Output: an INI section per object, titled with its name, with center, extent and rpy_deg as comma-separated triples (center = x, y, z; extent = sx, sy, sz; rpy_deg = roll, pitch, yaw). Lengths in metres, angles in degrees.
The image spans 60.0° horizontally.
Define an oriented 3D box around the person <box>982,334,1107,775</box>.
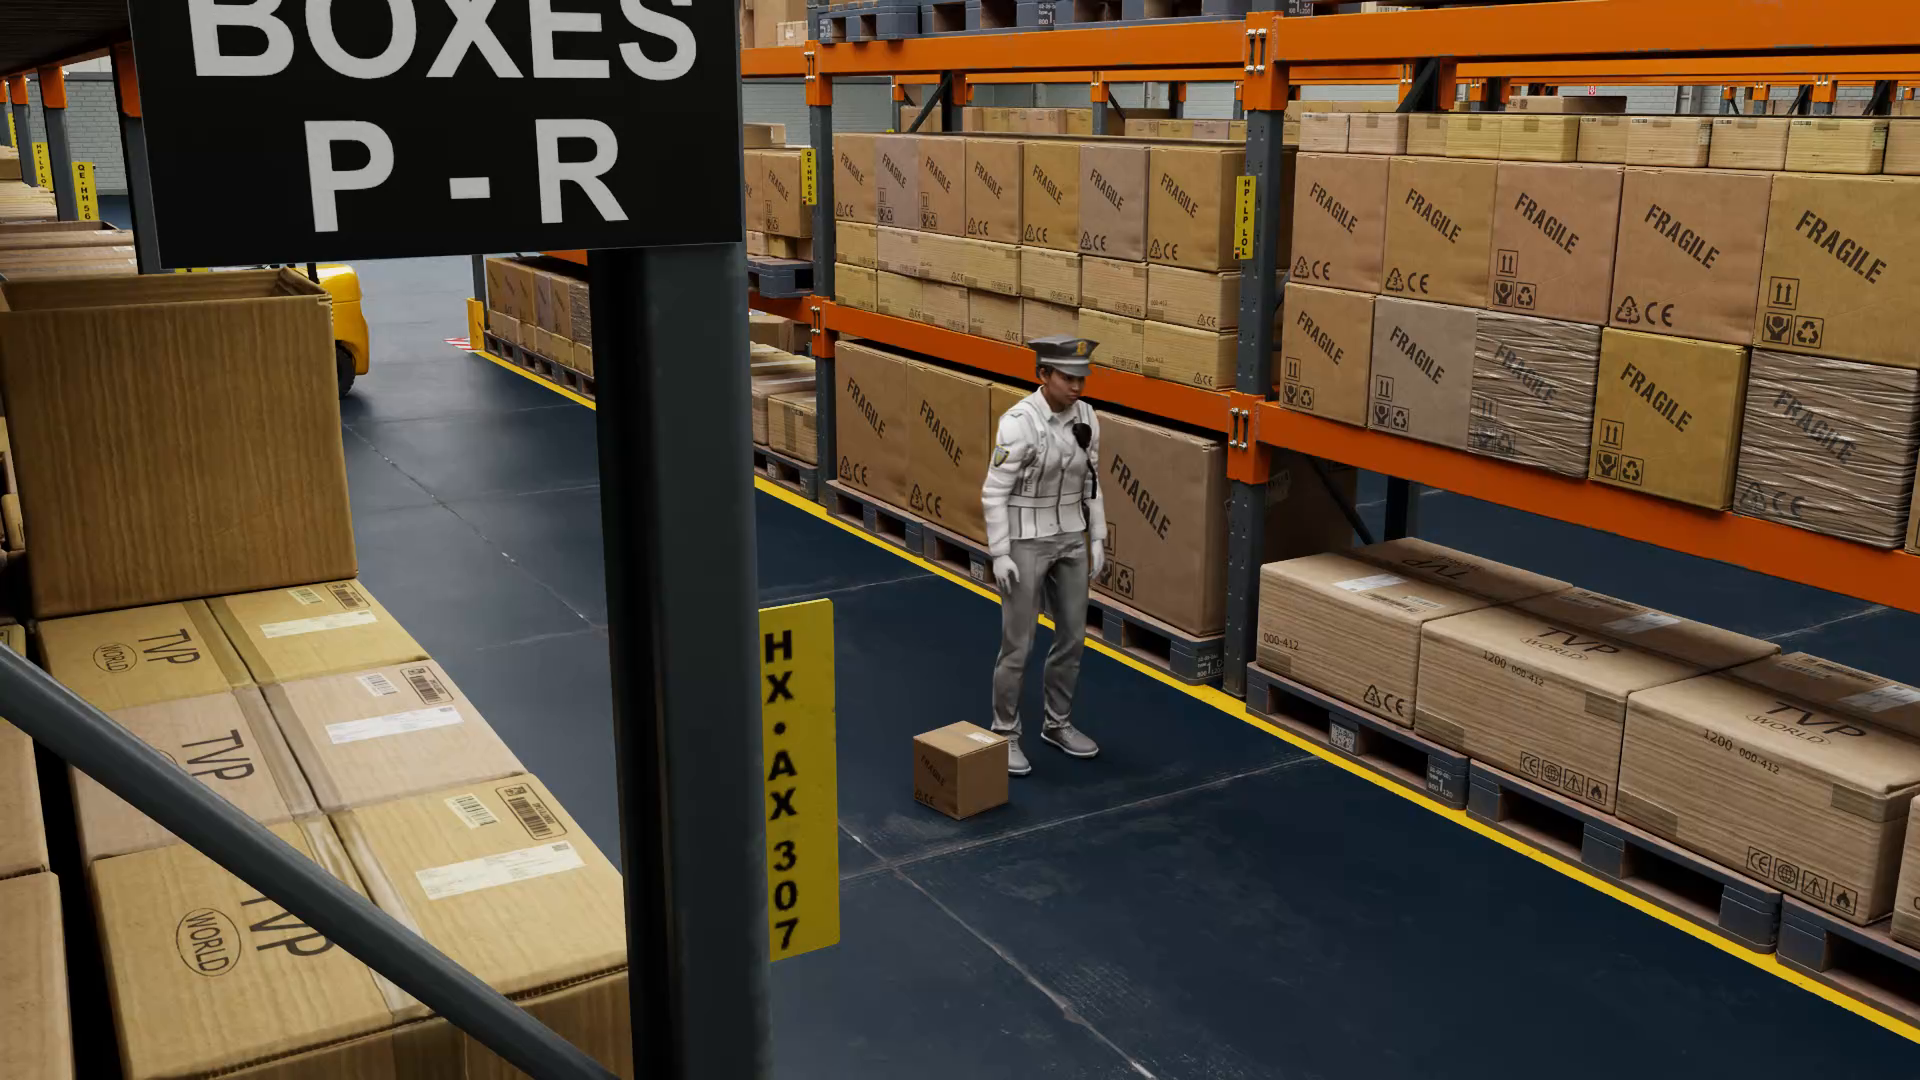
[person]
center = 0.343, 0.041, 6.357
extent = 0.530, 1.663, 0.347
rpy_deg = -9, 17, -30
